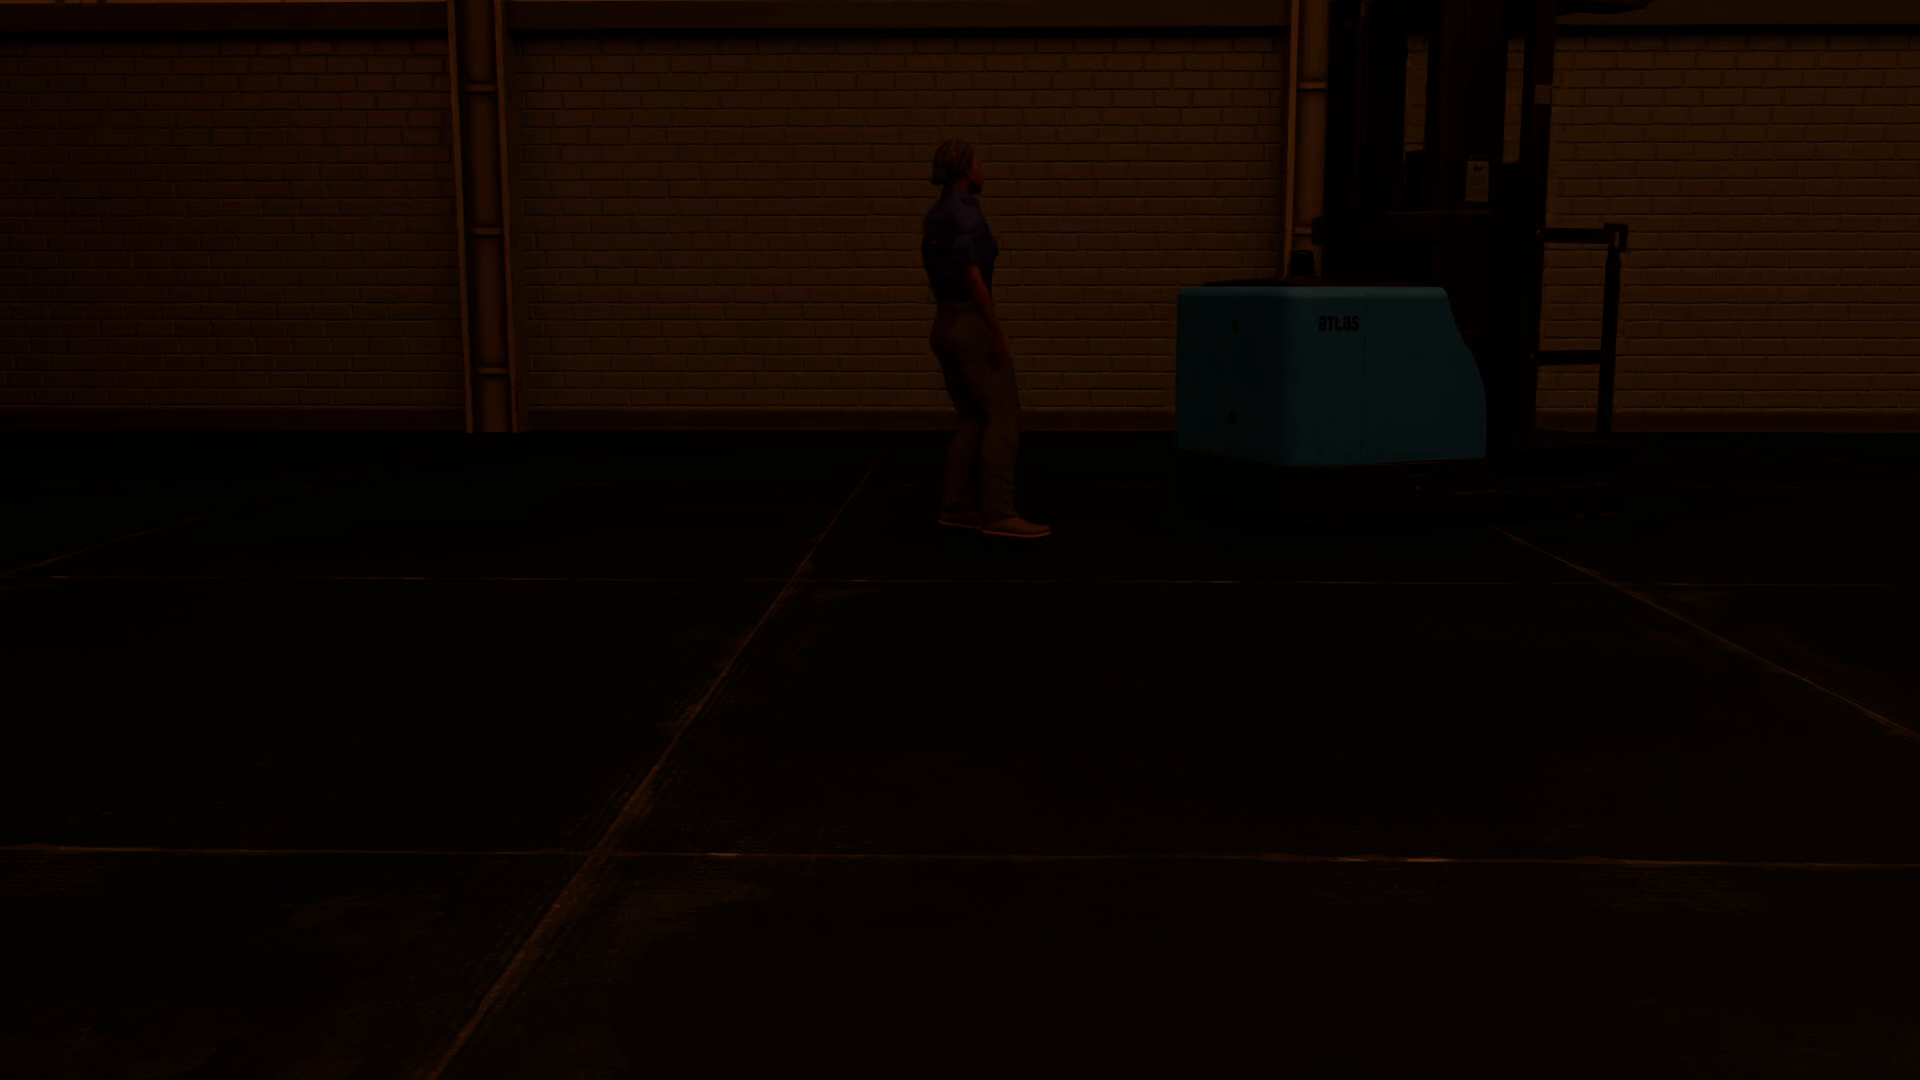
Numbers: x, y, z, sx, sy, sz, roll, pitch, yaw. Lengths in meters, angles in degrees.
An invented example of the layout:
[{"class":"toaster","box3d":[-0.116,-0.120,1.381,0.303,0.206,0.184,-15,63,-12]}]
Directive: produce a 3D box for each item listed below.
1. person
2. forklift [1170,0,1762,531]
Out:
[{"class":"person","box3d":[0.086,-0.844,6.999,0.415,1.649,0.644,-3,9,-21]},{"class":"forklift","box3d":[2.572,-1.611,7.969,3.031,2.935,1.130,-4,10,-24]}]
